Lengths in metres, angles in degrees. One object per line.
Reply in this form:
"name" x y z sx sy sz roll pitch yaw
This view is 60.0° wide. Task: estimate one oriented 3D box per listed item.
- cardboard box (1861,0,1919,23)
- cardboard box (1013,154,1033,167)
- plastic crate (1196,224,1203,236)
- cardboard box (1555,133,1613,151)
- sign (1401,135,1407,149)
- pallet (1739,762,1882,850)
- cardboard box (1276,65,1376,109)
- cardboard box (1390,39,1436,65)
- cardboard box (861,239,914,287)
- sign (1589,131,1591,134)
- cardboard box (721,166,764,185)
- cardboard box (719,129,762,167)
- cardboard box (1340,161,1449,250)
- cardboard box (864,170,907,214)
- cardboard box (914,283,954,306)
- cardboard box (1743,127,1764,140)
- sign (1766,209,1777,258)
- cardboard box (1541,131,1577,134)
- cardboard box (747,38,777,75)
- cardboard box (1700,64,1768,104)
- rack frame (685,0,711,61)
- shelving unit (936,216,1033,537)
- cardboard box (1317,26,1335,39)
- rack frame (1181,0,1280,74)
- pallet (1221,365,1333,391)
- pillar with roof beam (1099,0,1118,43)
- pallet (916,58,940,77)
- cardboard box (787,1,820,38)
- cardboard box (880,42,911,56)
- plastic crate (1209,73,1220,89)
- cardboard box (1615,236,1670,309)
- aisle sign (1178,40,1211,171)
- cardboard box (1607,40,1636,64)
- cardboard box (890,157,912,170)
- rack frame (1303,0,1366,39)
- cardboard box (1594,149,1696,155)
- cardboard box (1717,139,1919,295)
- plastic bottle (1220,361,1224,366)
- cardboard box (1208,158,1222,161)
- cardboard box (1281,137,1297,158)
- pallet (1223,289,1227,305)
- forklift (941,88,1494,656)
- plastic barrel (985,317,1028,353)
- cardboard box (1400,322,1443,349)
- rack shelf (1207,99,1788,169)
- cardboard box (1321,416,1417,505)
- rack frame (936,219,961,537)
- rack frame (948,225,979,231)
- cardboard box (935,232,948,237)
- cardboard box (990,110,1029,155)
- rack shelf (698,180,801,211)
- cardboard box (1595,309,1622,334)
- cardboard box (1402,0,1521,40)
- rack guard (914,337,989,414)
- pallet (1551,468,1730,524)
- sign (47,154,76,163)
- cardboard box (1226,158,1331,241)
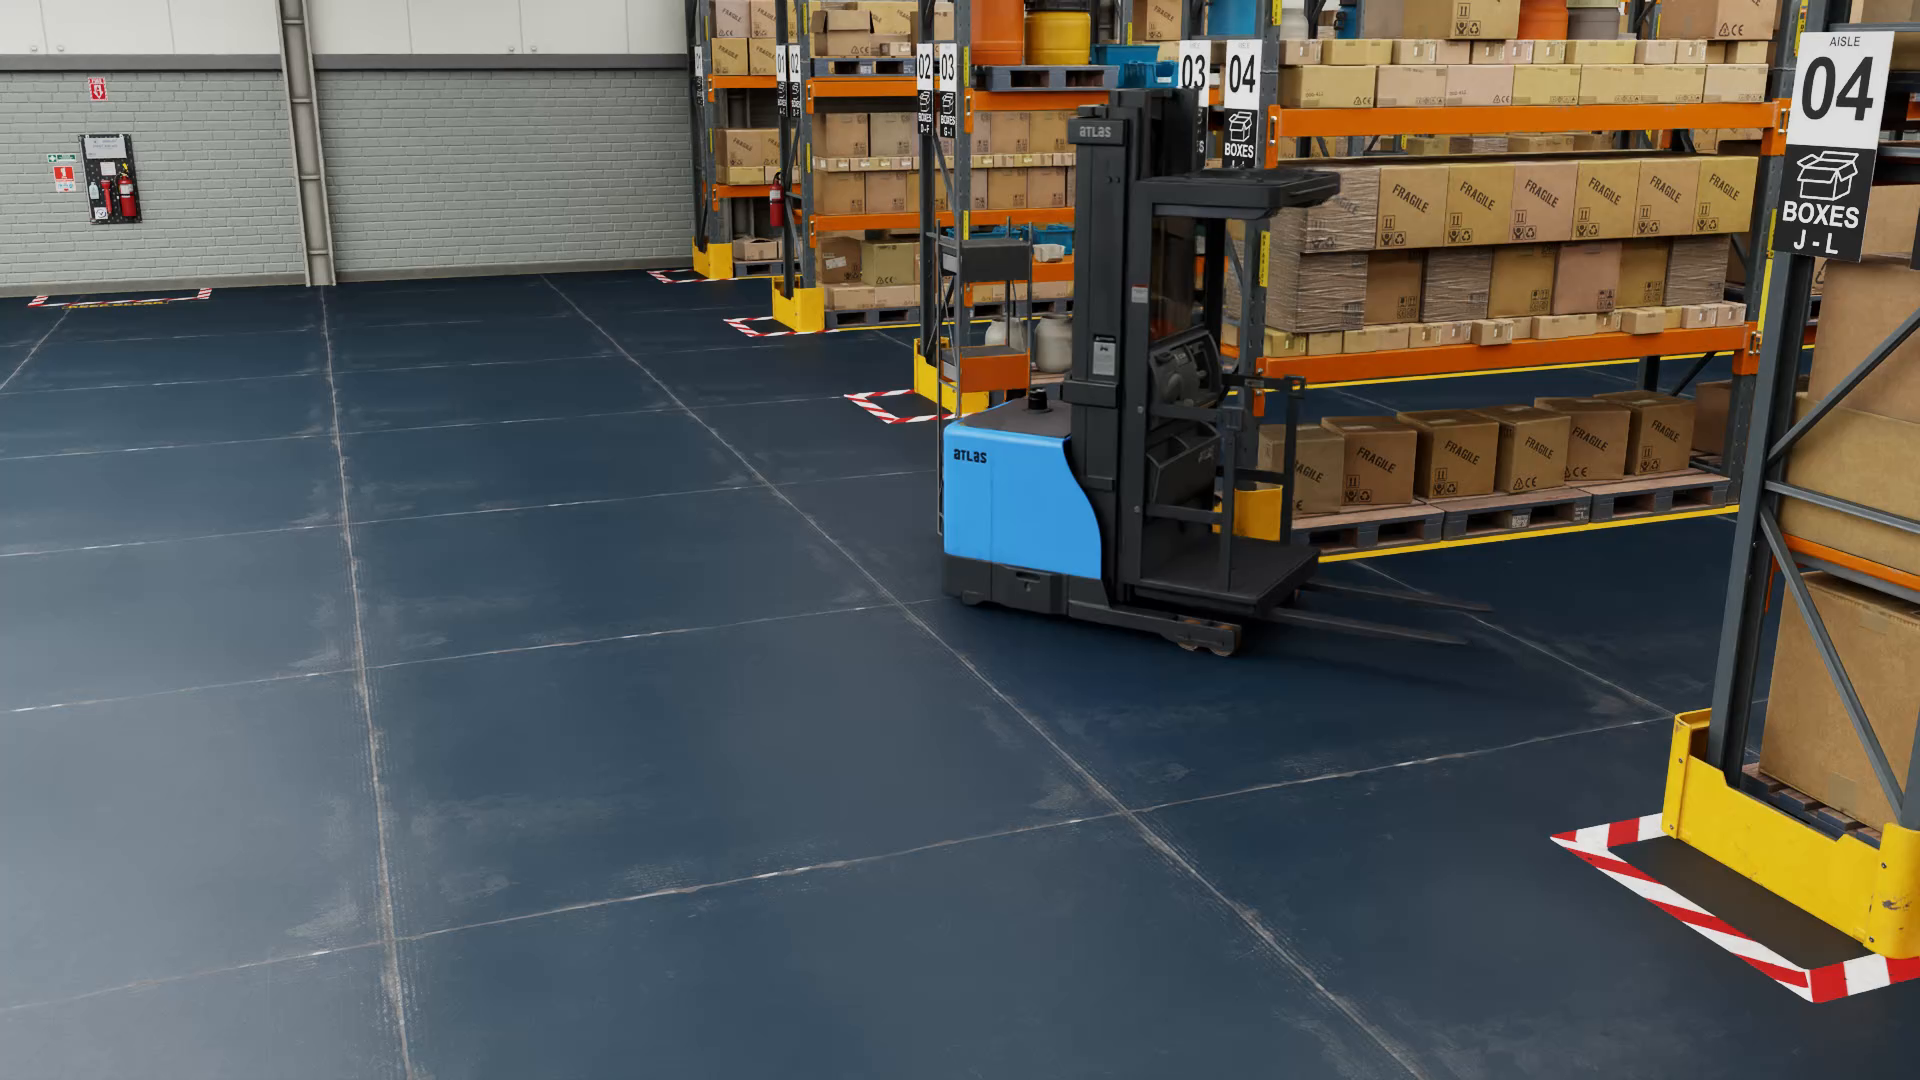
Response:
"cardboard box" 3.669 -1.983 6.019 0.500 0.250 0.500 -6 17 -19
"cardboard box" 0.697 -4.599 20.108 0.250 0.149 0.380 -6 17 -20
"plastic crate" 2.225 -2.958 16.224 0.662 0.188 0.450 -6 17 -20
"cardboard box" 8.773 -5.493 23.558 0.500 0.500 0.700 -14 21 -39
"sign" 5.762 -5.239 21.561 0.005 0.325 0.100 -6 17 -20
"pallet" 4.030 1.136 6.855 1.213 0.211 1.003 -6 17 -20
"cardboard box" 2.173 -2.764 10.129 0.500 0.250 0.500 -6 17 -18
"cardboard box" 2.719 -3.009 10.255 0.250 0.149 0.380 -5 17 -18
"cardboard box" -0.864 -3.311 19.854 0.500 0.500 0.500 -6 17 -20
"sign" 9.094 -5.790 23.955 0.005 0.325 0.100 -6 17 -20
"cardboard box" -3.117 -5.229 23.812 0.500 0.250 0.500 -7 18 -22
"cardboard box" -3.133 -5.592 23.717 0.500 0.500 0.500 -6 17 -20
"cardboard box" 2.712 -2.119 10.509 0.500 0.500 0.500 -6 17 -20
"cardboard box" -0.981 -4.169 19.793 0.500 0.500 0.700 -6 17 -19
"cardboard box" -0.397 -3.002 20.132 0.500 0.250 0.500 -6 17 -20
"cardboard box" 11.280 -5.890 23.880 0.500 0.500 0.500 -6 17 -18
"sign" 5.568 -2.093 11.364 0.005 0.325 0.100 -6 17 -20
"cardboard box" 10.106 -6.952 28.917 0.700 0.700 0.980 -6 18 -21
"cardboard box" -2.770 -6.835 23.514 0.500 0.500 0.500 -5 17 -16
"cardboard box" 5.034 -3.072 11.178 0.500 0.250 0.500 -5 17 -18
"rack frame" -3.686 -8.204 23.065 0.127 3.000 1.000 -6 17 -20
"shelving unit" 0.155 -1.024 10.859 0.503 2.100 0.431 -6 17 -20
"cardboard box" 5.671 -8.067 26.964 0.500 0.500 0.700 -6 17 -20
"rack frame" 1.631 -4.294 9.751 0.127 3.000 1.000 -6 17 -20
"pallet" 2.952 -1.728 16.607 1.213 0.211 1.003 -6 17 -20
"pillar with roof beam" 3.801 -7.975 22.283 0.400 9.000 9.100 -6 17 -20
"pallet" -0.100 -5.608 19.705 1.213 0.211 1.003 -6 17 -20
"cardboard box" -2.278 -7.369 23.557 0.500 0.500 0.500 -6 17 -19
"cardboard box" -0.748 -5.682 19.253 0.250 0.149 0.380 -6 17 -20
"plastic crate" 2.240 -4.167 15.108 0.396 0.136 0.243 -6 17 -20
"cardboard box" 4.444 -1.940 11.674 0.500 0.500 0.875 -6 17 -20
"aisle sign" 1.466 -2.736 10.478 0.004 0.787 0.394 -6 17 -20
"cardboard box" 4.165 -3.177 10.828 0.250 0.149 0.380 -5 17 -18
"cardboard box" -0.751 -4.442 19.572 0.250 0.149 0.380 -6 18 -21
"rack frame" 3.594 -6.001 15.562 0.127 3.000 1.000 -6 17 -20
"cardboard box" 4.855 -2.511 11.846 0.500 0.500 0.500 -6 17 -20
"cardboard box" 6.158 -2.352 11.973 1.000 1.000 1.000 -6 17 -20
"plastic bottle" 2.462 -1.819 16.021 0.135 0.276 0.152 -6 17 -19
"cardboard box" 3.508 -4.651 21.434 0.500 0.500 0.500 -6 17 -20
"cardboard box" 5.285 -6.414 26.876 0.500 0.500 0.500 -6 17 -20
"pallet" 3.640 -3.297 21.950 1.213 0.211 1.003 -6 17 -20
"forklift" 1.427 -0.951 9.134 3.031 2.935 1.130 9 19 28
"plastic barrel" 0.446 -1.813 15.620 0.421 0.512 0.421 0 16 0
"cardboard box" 2.924 -1.357 10.841 0.250 0.149 0.380 -6 17 -20
"rack shelf" 3.499 -2.712 10.962 4.000 0.370 1.077 -6 17 -20
"cardboard box" 2.766 -0.546 11.325 0.500 0.500 0.500 -2 16 -6
"rack frame" -0.073 -1.000 10.775 0.015 2.100 0.400 -6 17 -20
"rack frame" 0.049 -5.729 25.284 0.127 3.000 1.000 -6 17 -20
"cardboard box" -0.120 -3.552 20.673 0.500 0.500 0.500 -6 17 -20
"cardboard box" 0.474 -4.948 20.146 0.500 0.500 0.700 -6 17 -20
"rack shelf" -1.819 -5.182 24.698 4.000 0.370 1.077 -6 17 -20
"cardboard box" 4.305 -1.523 11.405 0.250 0.149 0.380 -6 17 -20
"cardboard box" 3.114 -3.364 10.315 0.500 0.500 0.500 -6 17 -20
"rack guard" -0.087 -1.540 15.454 0.348 0.500 1.175 -6 17 -20
"pallet" 4.752 -0.404 12.100 1.213 0.211 1.003 -6 17 -20
"sign" -11.812 -5.021 21.868 0.331 0.109 0.001 -6 17 -20
"cardboard box" 2.056 -2.207 10.810 0.500 0.500 0.500 -6 17 -20
